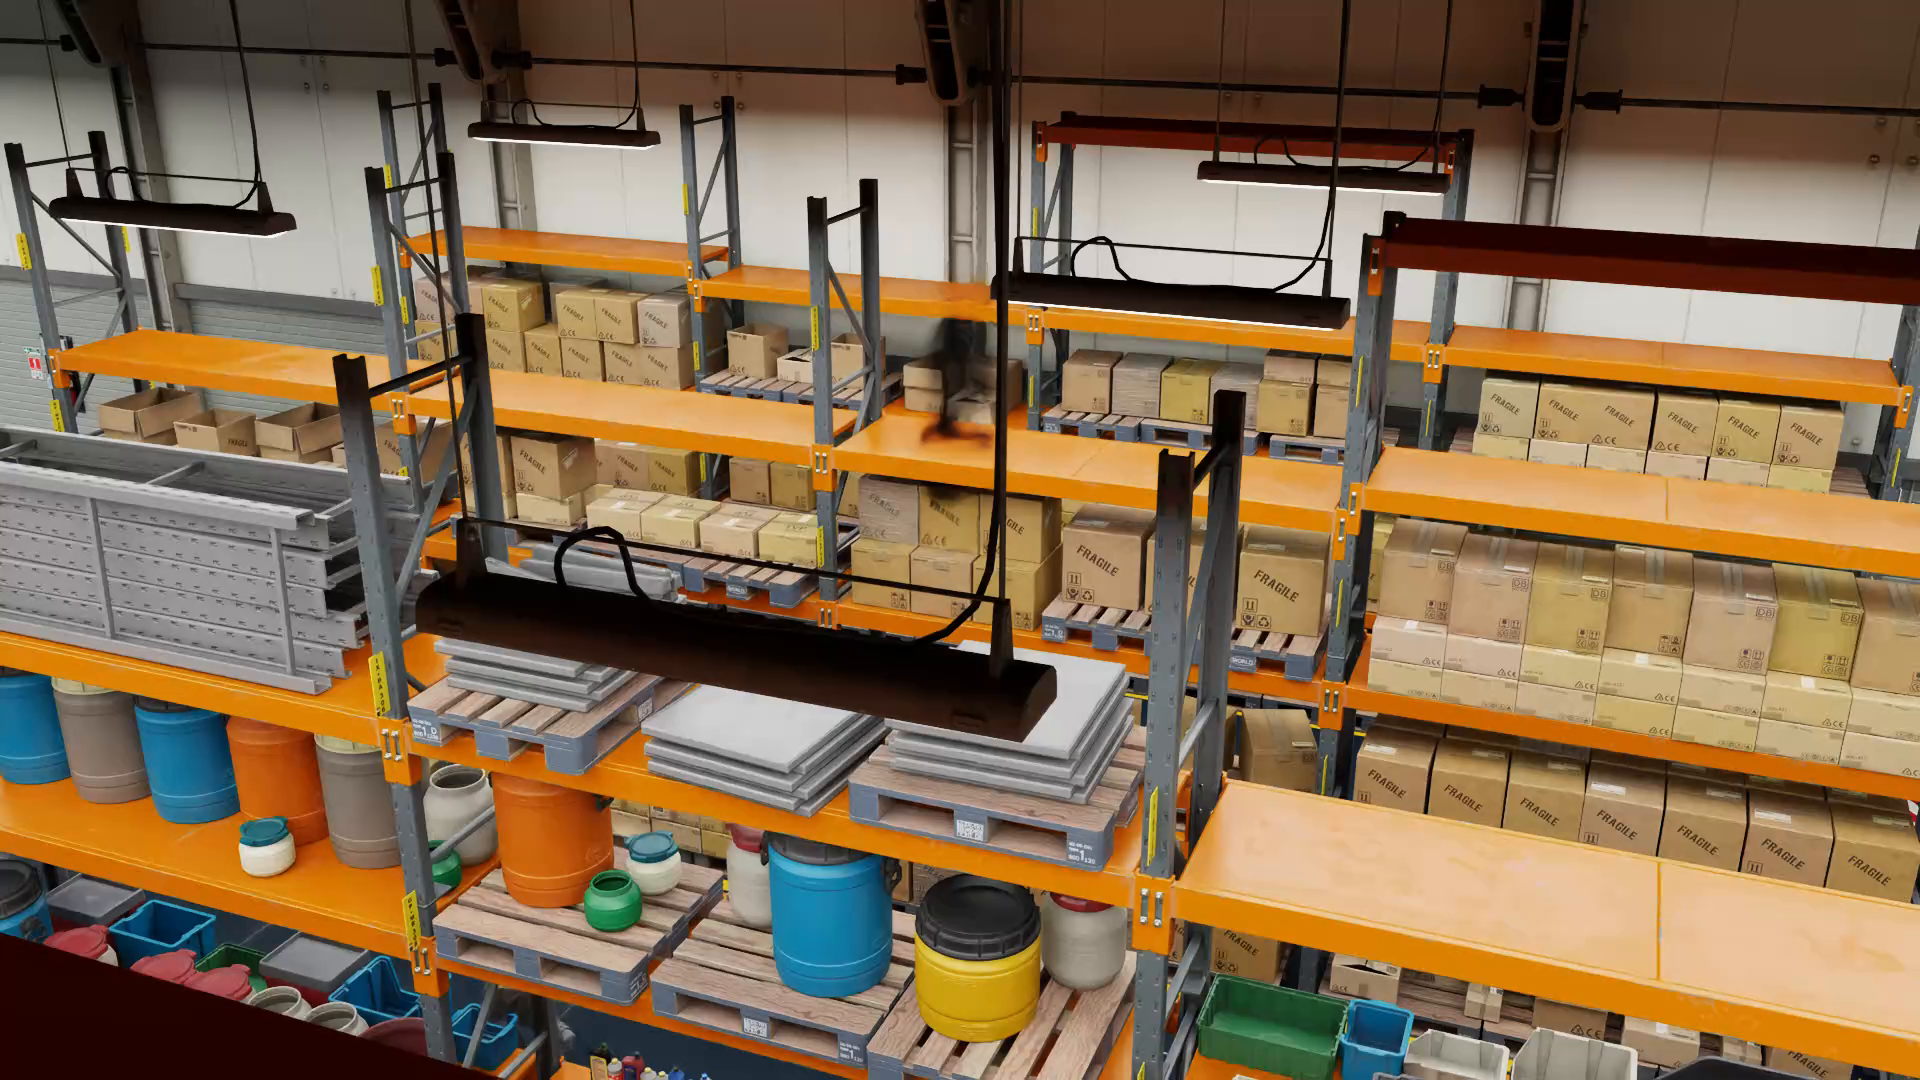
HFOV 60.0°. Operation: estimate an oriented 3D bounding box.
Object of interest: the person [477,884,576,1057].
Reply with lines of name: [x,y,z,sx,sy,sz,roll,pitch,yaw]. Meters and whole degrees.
person: [-3.187,3.112,11.892,0.878,1.717,0.658,8,22,20]
